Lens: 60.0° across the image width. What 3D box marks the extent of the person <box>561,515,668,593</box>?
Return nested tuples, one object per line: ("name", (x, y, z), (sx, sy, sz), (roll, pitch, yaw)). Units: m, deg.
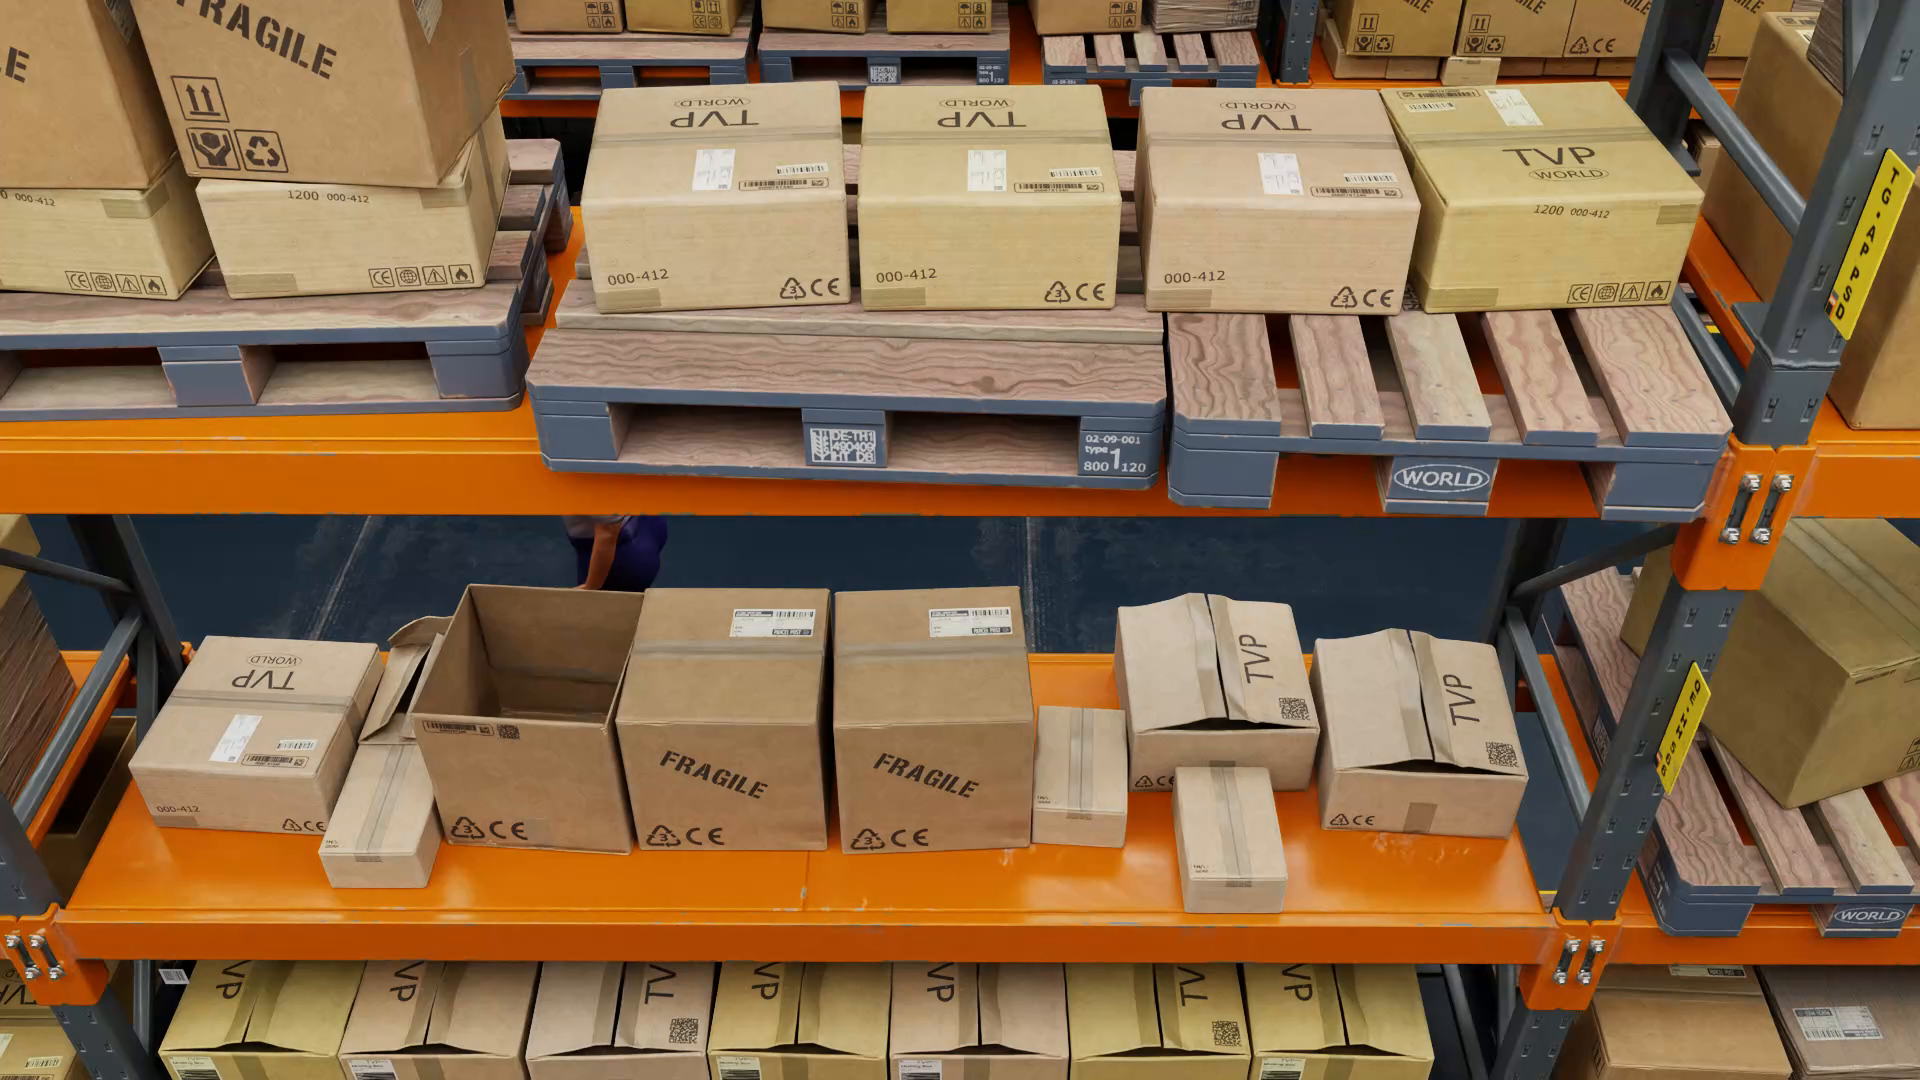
("person", (-1.266, 0.069, 6.158), (0.340, 1.689, 0.512), (1, 40, 1))
